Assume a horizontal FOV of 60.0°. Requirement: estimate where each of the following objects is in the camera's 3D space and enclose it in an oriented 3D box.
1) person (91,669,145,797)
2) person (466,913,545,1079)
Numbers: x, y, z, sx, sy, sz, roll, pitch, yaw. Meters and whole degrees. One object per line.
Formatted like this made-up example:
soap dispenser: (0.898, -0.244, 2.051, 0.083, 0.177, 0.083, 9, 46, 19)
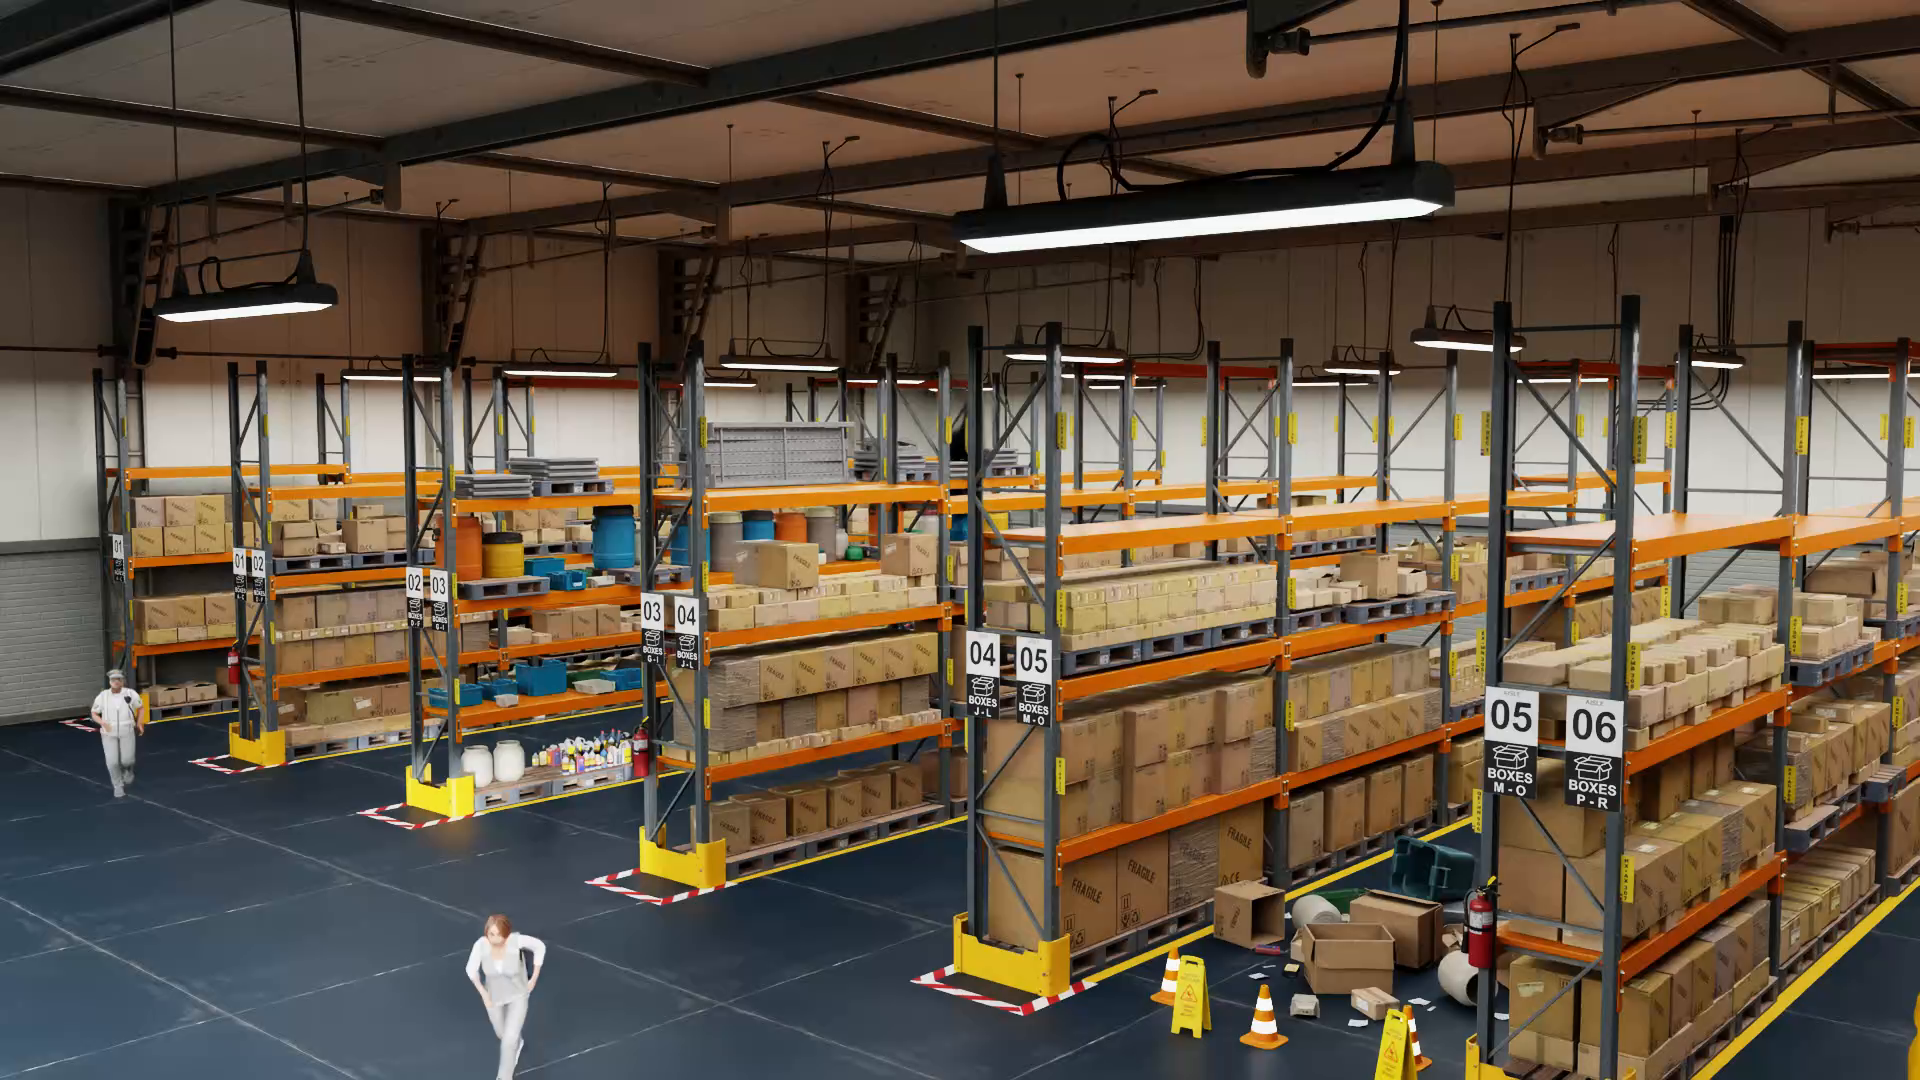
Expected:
person: (-11.520, 2.632, 22.774, 0.664, 1.738, 0.599, -2, 5, -27)
person: (-3.426, 3.495, 12.619, 0.574, 1.546, 0.919, -1, 4, -9)
